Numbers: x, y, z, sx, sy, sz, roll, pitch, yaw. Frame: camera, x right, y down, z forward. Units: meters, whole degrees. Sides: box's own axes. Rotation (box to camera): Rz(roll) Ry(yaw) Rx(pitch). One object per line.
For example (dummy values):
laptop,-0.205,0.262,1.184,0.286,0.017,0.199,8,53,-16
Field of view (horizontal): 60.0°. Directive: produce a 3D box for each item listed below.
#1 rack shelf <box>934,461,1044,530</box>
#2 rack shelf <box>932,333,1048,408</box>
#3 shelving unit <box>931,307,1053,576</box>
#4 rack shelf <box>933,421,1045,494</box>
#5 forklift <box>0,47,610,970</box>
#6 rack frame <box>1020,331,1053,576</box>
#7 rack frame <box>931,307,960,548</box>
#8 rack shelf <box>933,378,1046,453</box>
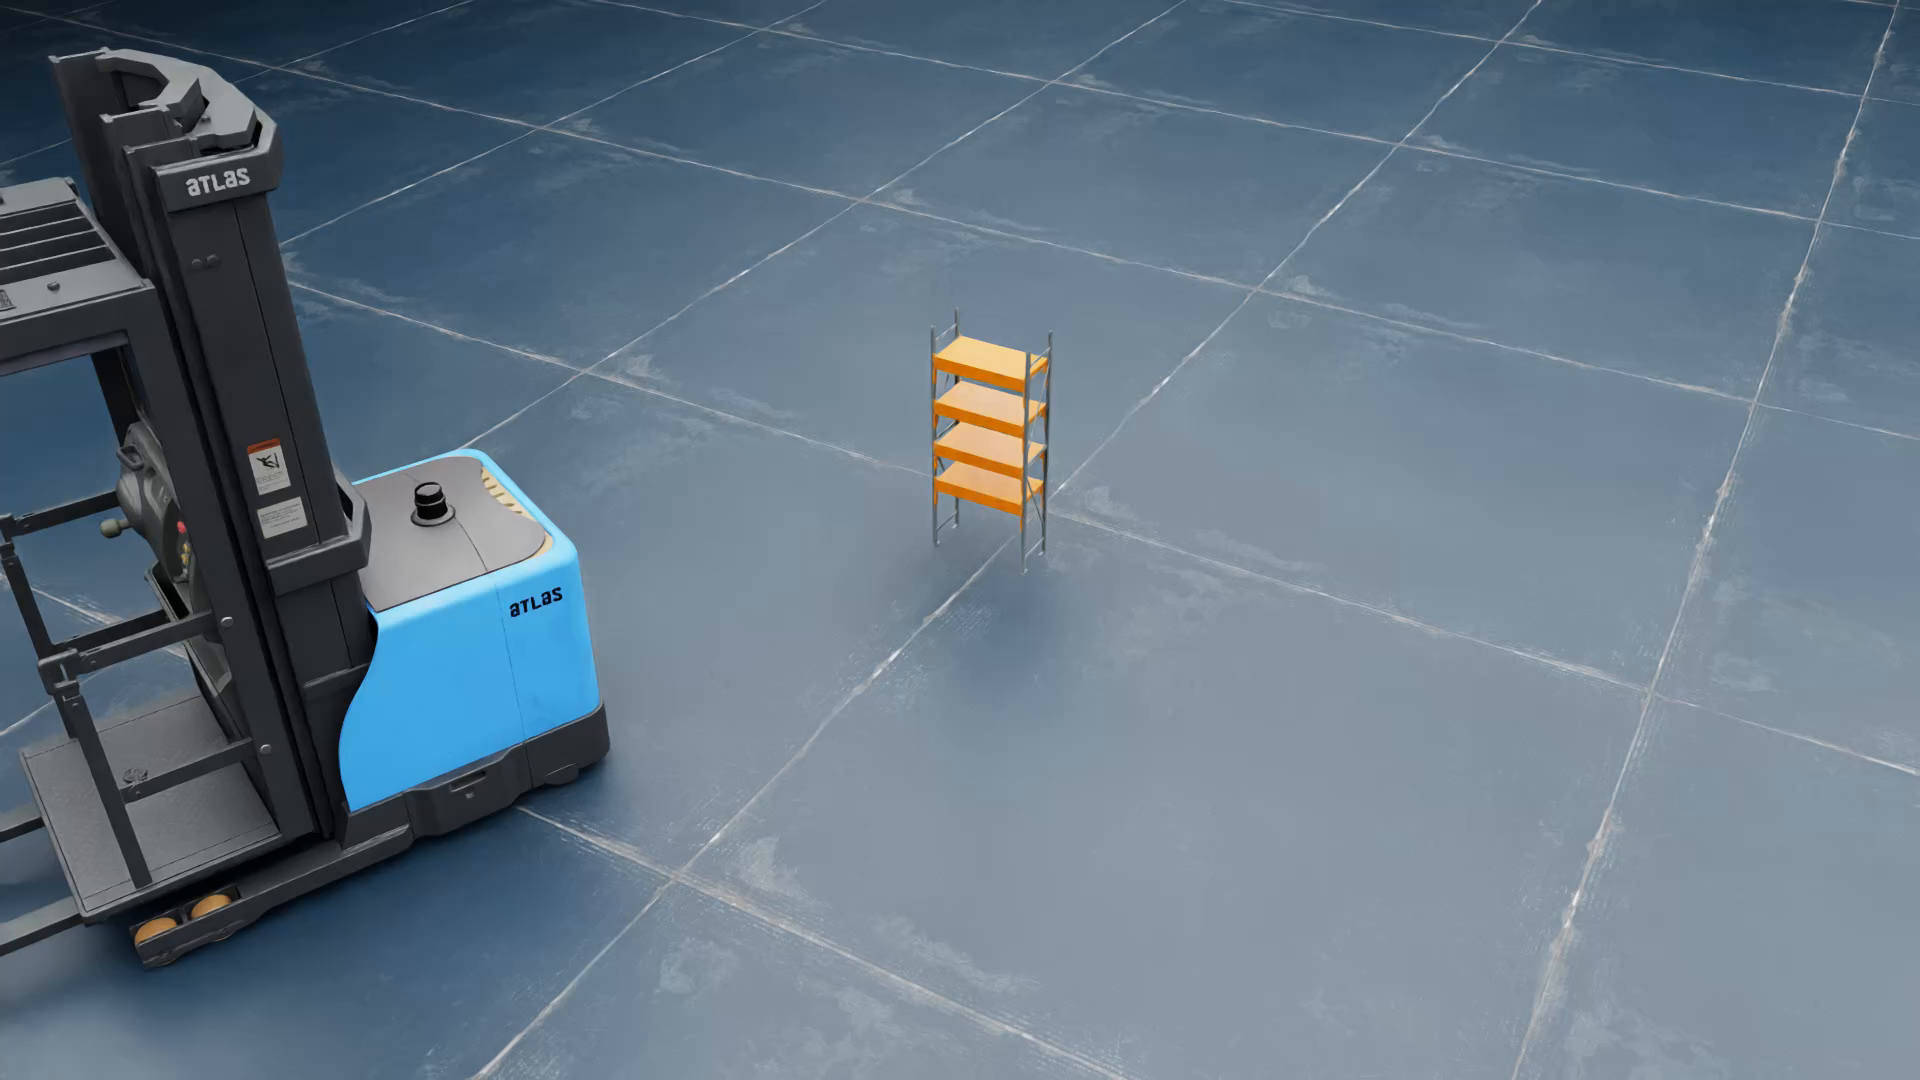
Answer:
rack shelf,0.144,-0.233,7.996,0.480,0.148,0.258,18,37,24
rack shelf,0.144,-0.781,7.631,0.480,0.148,0.258,18,37,24
shelving unit,0.144,-0.454,7.849,0.503,1.200,0.258,18,37,24
rack shelf,0.144,-0.398,7.886,0.480,0.148,0.258,18,37,24
forklift,-2.928,-0.030,5.651,3.031,2.935,1.130,-22,40,-29
rack frame,0.356,-0.387,7.748,0.015,1.200,0.240,18,37,24
rack frame,-0.068,-0.521,7.950,0.015,1.200,0.240,18,37,24
rack shelf,0.144,-0.584,7.762,0.480,0.148,0.258,18,37,24
